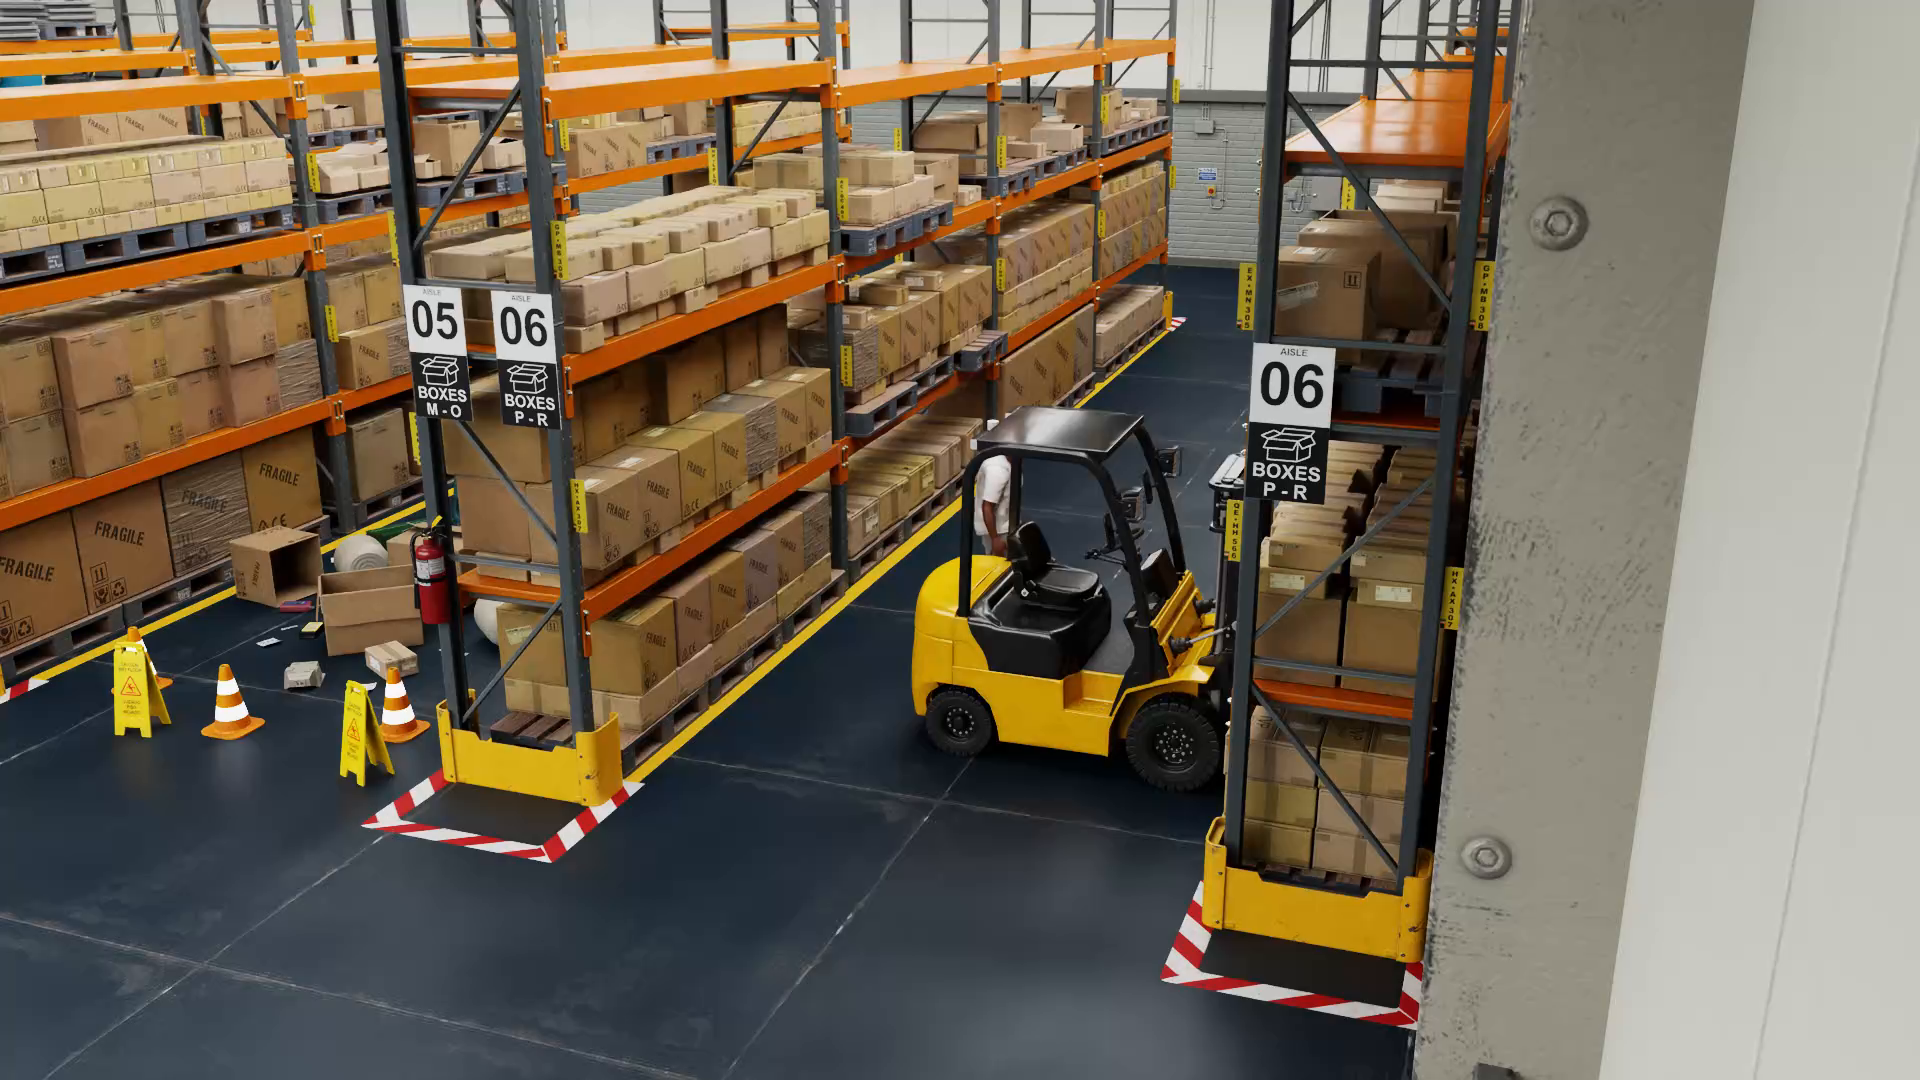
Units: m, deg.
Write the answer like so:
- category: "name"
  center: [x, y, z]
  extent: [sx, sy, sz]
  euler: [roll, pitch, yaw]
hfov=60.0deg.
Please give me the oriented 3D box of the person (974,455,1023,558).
- category: "person"
  center: [0.345, -0.082, 12.775]
  extent: [0.456, 1.761, 0.627]
  euler: [6, 20, 19]
